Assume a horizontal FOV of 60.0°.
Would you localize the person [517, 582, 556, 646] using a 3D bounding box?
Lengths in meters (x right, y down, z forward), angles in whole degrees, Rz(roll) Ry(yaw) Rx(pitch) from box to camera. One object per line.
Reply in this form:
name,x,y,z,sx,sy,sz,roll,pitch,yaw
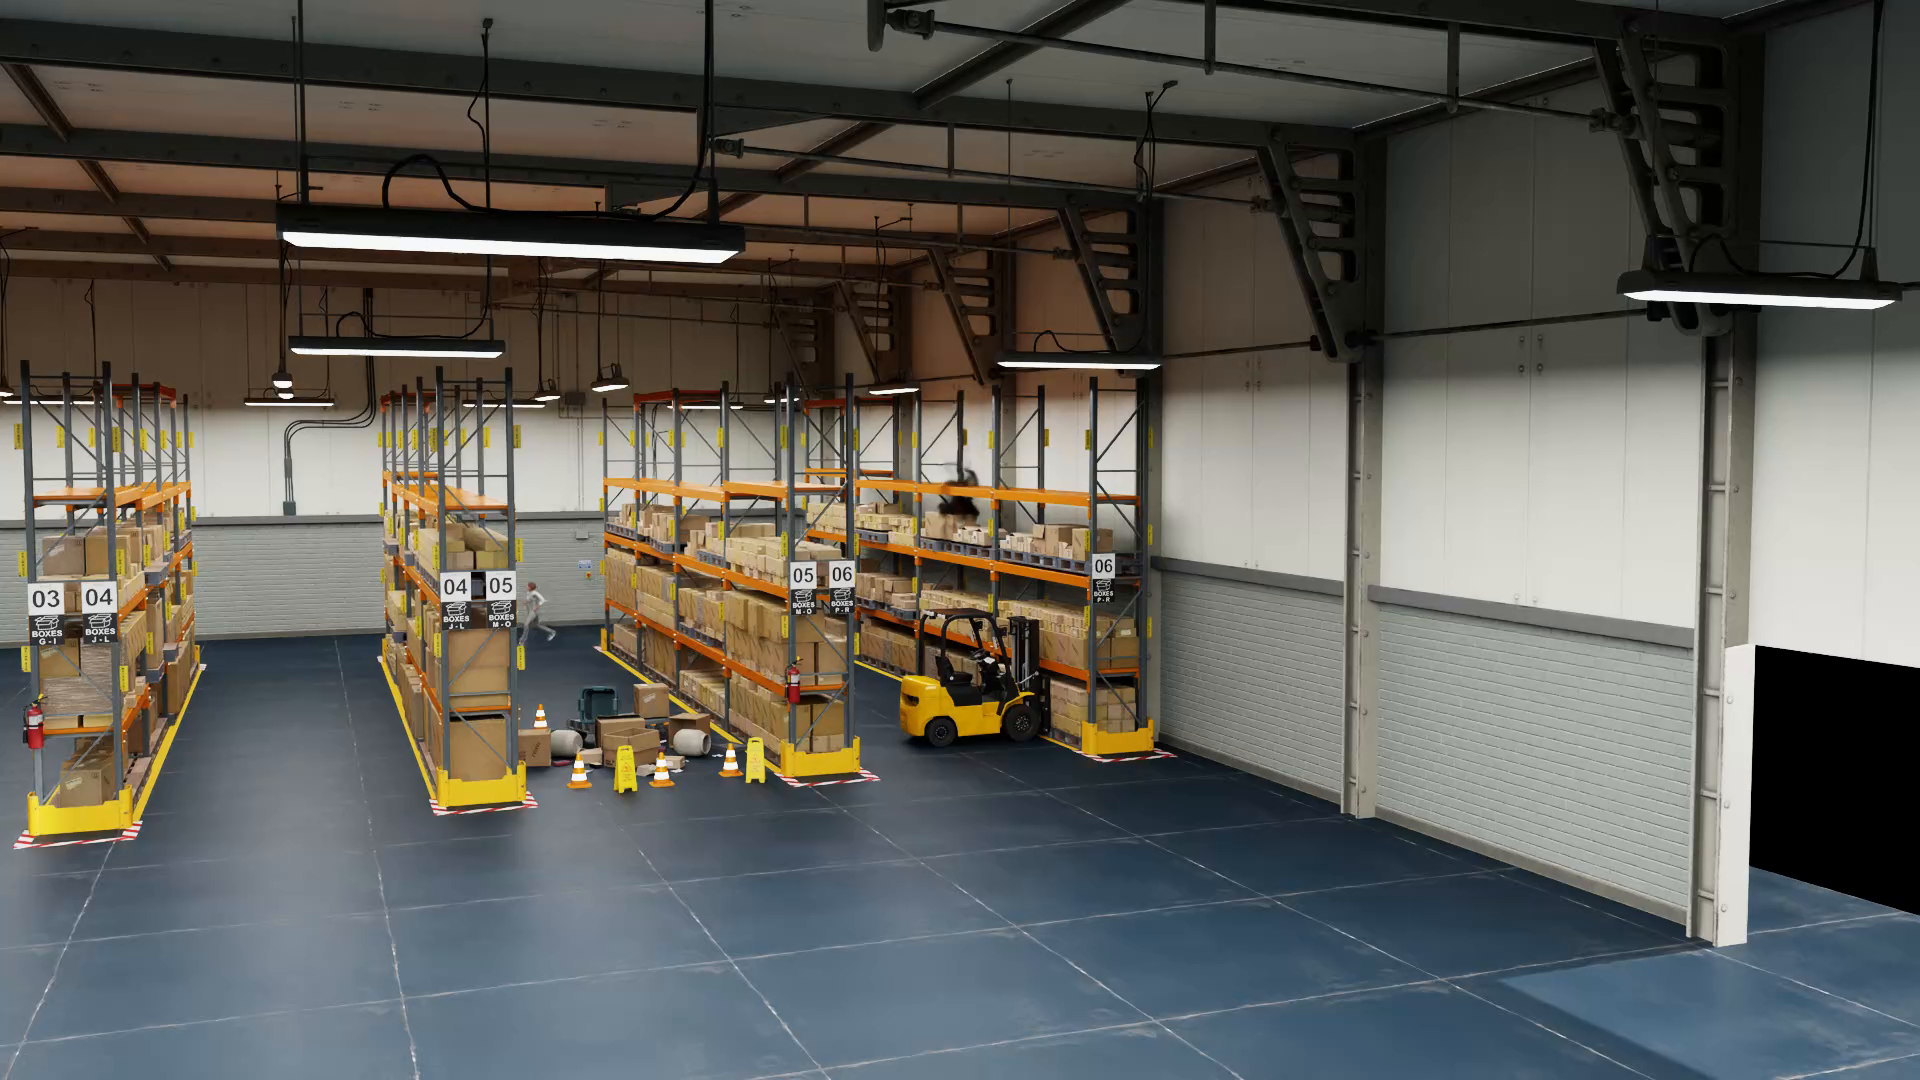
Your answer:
person,-10.255,1.799,40.119,1.017,1.607,0.508,-1,4,-22
